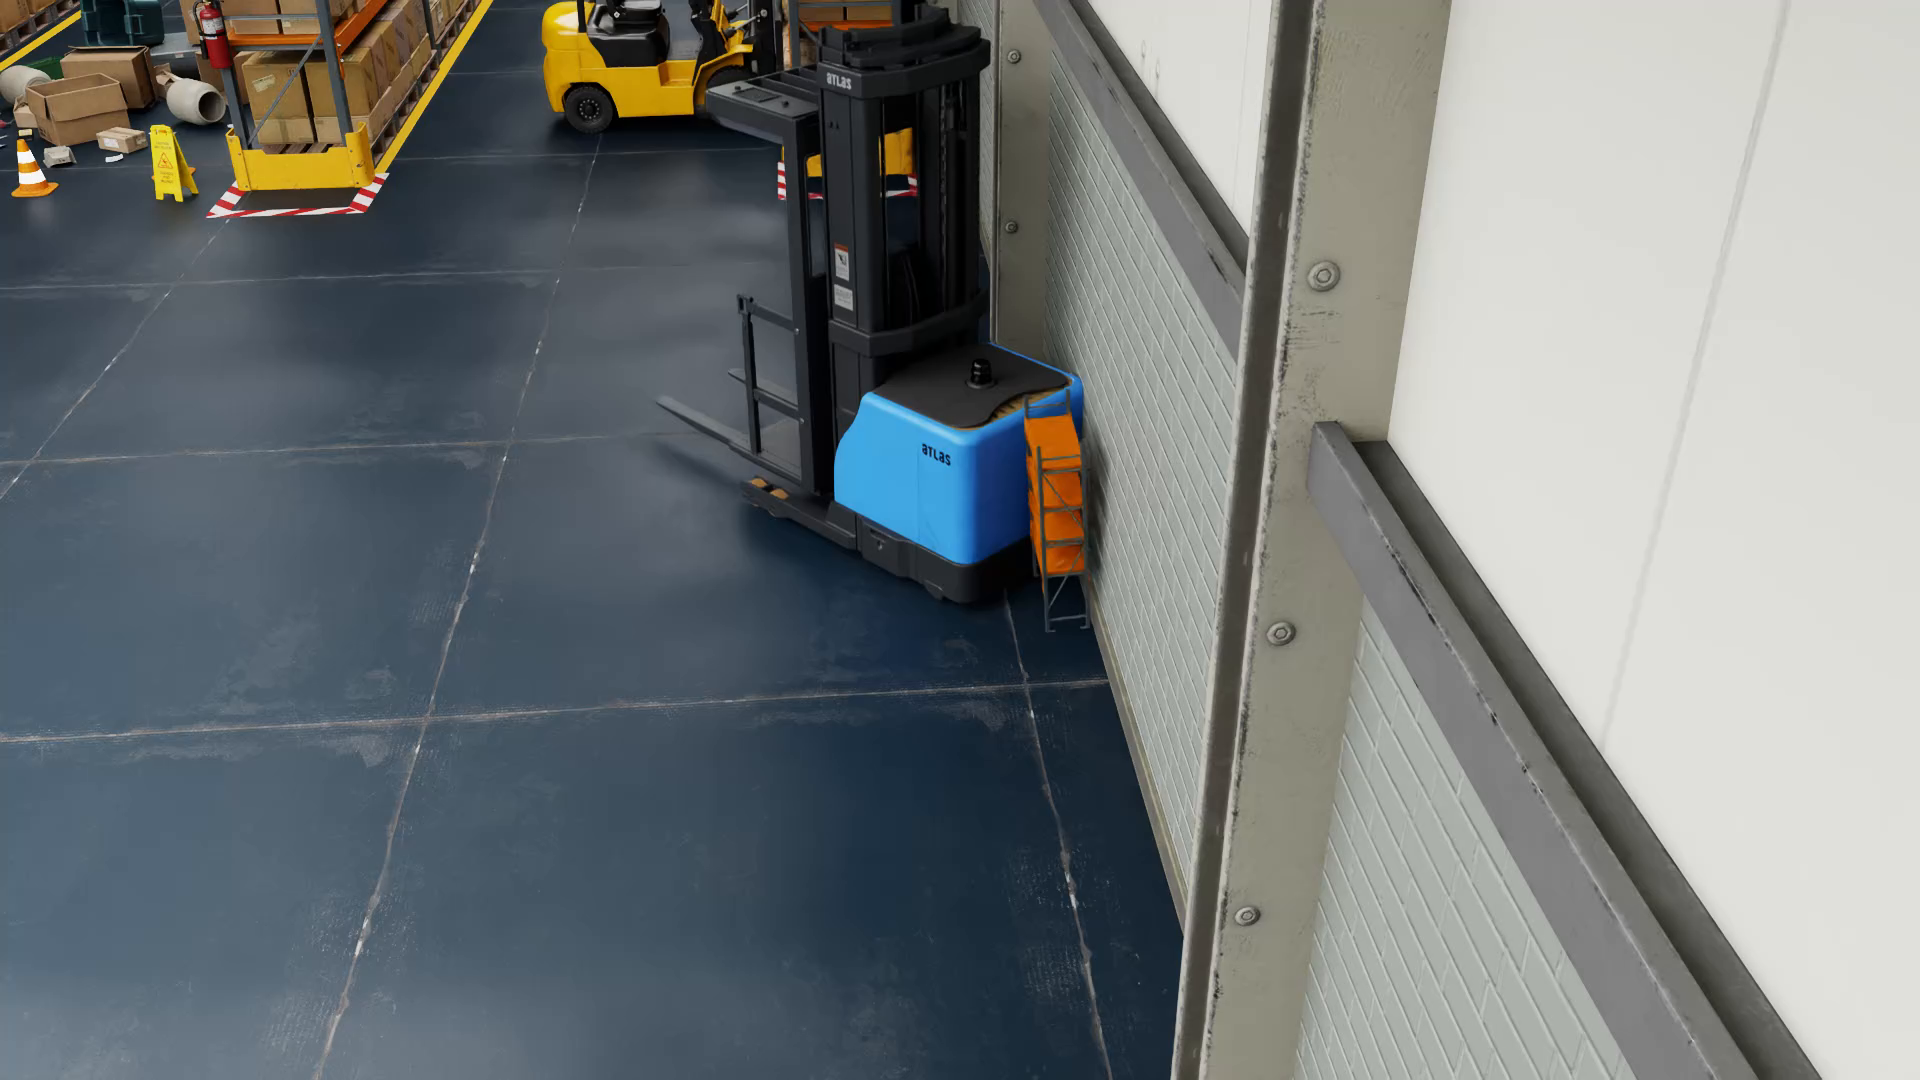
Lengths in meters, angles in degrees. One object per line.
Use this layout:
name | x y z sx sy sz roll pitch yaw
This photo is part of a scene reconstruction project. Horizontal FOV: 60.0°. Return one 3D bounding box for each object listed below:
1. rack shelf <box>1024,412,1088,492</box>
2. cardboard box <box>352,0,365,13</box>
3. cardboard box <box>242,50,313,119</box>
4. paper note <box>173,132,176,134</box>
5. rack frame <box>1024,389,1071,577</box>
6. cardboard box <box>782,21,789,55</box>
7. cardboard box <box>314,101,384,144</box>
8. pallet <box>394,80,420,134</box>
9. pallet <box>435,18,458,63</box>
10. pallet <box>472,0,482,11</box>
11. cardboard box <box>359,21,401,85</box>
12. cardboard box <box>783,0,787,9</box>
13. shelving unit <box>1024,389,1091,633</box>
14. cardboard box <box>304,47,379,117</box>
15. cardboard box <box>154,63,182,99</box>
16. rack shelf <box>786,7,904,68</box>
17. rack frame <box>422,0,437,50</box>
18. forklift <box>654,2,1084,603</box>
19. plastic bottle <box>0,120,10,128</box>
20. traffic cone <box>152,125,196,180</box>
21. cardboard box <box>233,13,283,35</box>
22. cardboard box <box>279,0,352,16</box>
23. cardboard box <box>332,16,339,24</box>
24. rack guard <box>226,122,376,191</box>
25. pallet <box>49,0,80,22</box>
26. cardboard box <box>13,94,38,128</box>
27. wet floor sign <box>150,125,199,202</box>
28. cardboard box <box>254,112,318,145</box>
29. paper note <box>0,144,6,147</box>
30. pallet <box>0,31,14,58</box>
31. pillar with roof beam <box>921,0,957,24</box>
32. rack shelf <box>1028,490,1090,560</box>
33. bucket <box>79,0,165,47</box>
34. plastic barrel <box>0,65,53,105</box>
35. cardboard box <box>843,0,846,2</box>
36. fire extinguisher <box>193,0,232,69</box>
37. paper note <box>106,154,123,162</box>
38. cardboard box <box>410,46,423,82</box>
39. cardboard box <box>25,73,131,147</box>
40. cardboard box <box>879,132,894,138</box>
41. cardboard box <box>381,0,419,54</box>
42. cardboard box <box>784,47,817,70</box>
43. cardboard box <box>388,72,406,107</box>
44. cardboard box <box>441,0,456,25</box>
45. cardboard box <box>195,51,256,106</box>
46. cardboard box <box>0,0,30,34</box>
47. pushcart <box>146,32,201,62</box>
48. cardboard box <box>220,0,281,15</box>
rack shelf | 0.487 -0.454 8.518 0.258 0.148 0.480 -7 37 -2
cardboard box | -5.751 -4.993 15.430 0.380 0.149 0.250 -2 31 -4
cardboard box | -6.300 -4.237 15.459 0.500 0.500 0.500 -3 31 -4
paper note | -7.797 -4.022 16.475 0.032 0.001 0.123 -3 31 -5
rack frame | 0.490 -0.286 8.949 0.240 1.200 0.015 -7 37 -2
cardboard box | -1.488 -4.925 16.367 0.500 0.250 0.500 -2 31 -4
cardboard box | -5.766 -3.943 15.699 0.500 0.250 0.500 -3 31 -5
pallet | -6.124 -4.398 16.908 1.003 0.211 1.213 -3 31 -5
pallet | -6.414 -5.761 19.189 1.003 0.211 1.213 -3 31 -5
pallet | -6.641 -7.007 21.275 1.003 0.211 1.213 -3 31 -5
cardboard box | -5.860 -4.801 16.403 0.500 0.500 0.500 -2 31 -4
cardboard box | -1.569 -5.452 17.250 0.500 0.250 0.500 -2 31 -3
shelving unit | 0.515 -0.141 8.754 0.258 1.200 0.503 -7 37 -2
cardboard box | -5.768 -4.277 15.527 0.500 0.500 0.500 -4 31 -6
cardboard box | -8.400 -4.868 17.642 0.396 0.266 0.258 27 40 37
rack shelf | -1.211 -5.470 16.685 1.077 0.370 4.000 -3 31 -5
rack frame | -6.339 -6.561 17.809 1.000 3.000 0.127 -3 31 -5
forklift | -0.683 -1.564 9.511 3.031 2.935 1.130 27 40 37
plastic bottle | -9.673 -4.159 16.654 0.283 0.061 0.133 -14 33 -22
traffic cone | -7.290 -3.587 15.305 0.336 0.463 0.334 -3 31 -5
cardboard box | -6.213 -4.591 14.757 0.380 0.149 0.250 -2 31 -3
cardboard box | -5.734 -4.944 14.715 0.500 0.500 0.500 -3 31 -5
cardboard box | -5.829 -4.722 14.976 0.380 0.149 0.250 -2 31 -4
rack guard | -5.973 -3.484 15.096 1.175 0.500 0.348 -3 31 -5
pallet | -11.633 -6.711 20.780 1.003 0.211 1.213 -3 31 -5
cardboard box | -9.264 -4.309 16.705 0.396 0.266 0.258 2 31 4
wet floor sign | -7.013 -3.359 14.745 0.267 0.644 0.232 8 32 13
cardboard box | -6.311 -3.930 15.677 0.500 0.250 0.500 -3 31 -5
paper note | -9.337 -3.815 16.109 0.144 0.017 0.142 8 32 13
pallet | -11.405 -5.465 18.694 1.003 0.211 1.213 -3 31 -5
pillar with roof beam | -4.478 -7.526 13.575 9.100 9.000 0.400 -3 31 -5
rack shelf | 0.519 -0.087 8.795 0.258 0.148 0.480 -7 37 -2
bucket | -8.950 -5.560 17.844 0.726 0.611 0.620 8 22 13
plastic barrel | -9.625 -4.660 17.140 0.512 0.421 0.421 20 36 29
cardboard box | -0.865 -5.332 15.655 0.500 0.500 0.500 -2 31 -3
fire extinguisher | -6.414 -4.405 14.275 0.296 0.674 0.183 -3 31 -5
paper note | -8.036 -3.631 15.800 0.148 0.019 0.142 -14 33 -22
cardboard box | -5.957 -5.000 17.468 0.500 0.250 0.500 -4 31 -6
cardboard box | -8.650 -4.222 16.328 0.637 0.503 0.797 27 40 37
cardboard box | -0.875 -4.018 15.824 0.500 0.250 0.500 -3 31 -4
cardboard box | -5.968 -5.334 17.295 0.500 0.500 0.500 -2 31 -4
cardboard box | -1.378 -4.407 15.501 0.500 0.250 0.500 -2 31 -3
cardboard box | -5.869 -4.482 16.601 0.500 0.250 0.500 -1 31 -1
cardboard box | -6.461 -6.247 19.437 0.950 0.372 0.625 -1 31 -1
cardboard box | -7.594 -4.876 17.424 0.500 0.500 0.500 20 36 29
cardboard box | -11.492 -6.292 19.143 1.050 0.750 0.750 -3 31 -5
pushcart | -8.605 -5.300 18.256 1.648 0.377 0.936 -14 33 -22
cardboard box | -6.291 -4.953 14.730 0.500 0.500 0.500 -3 31 -5
